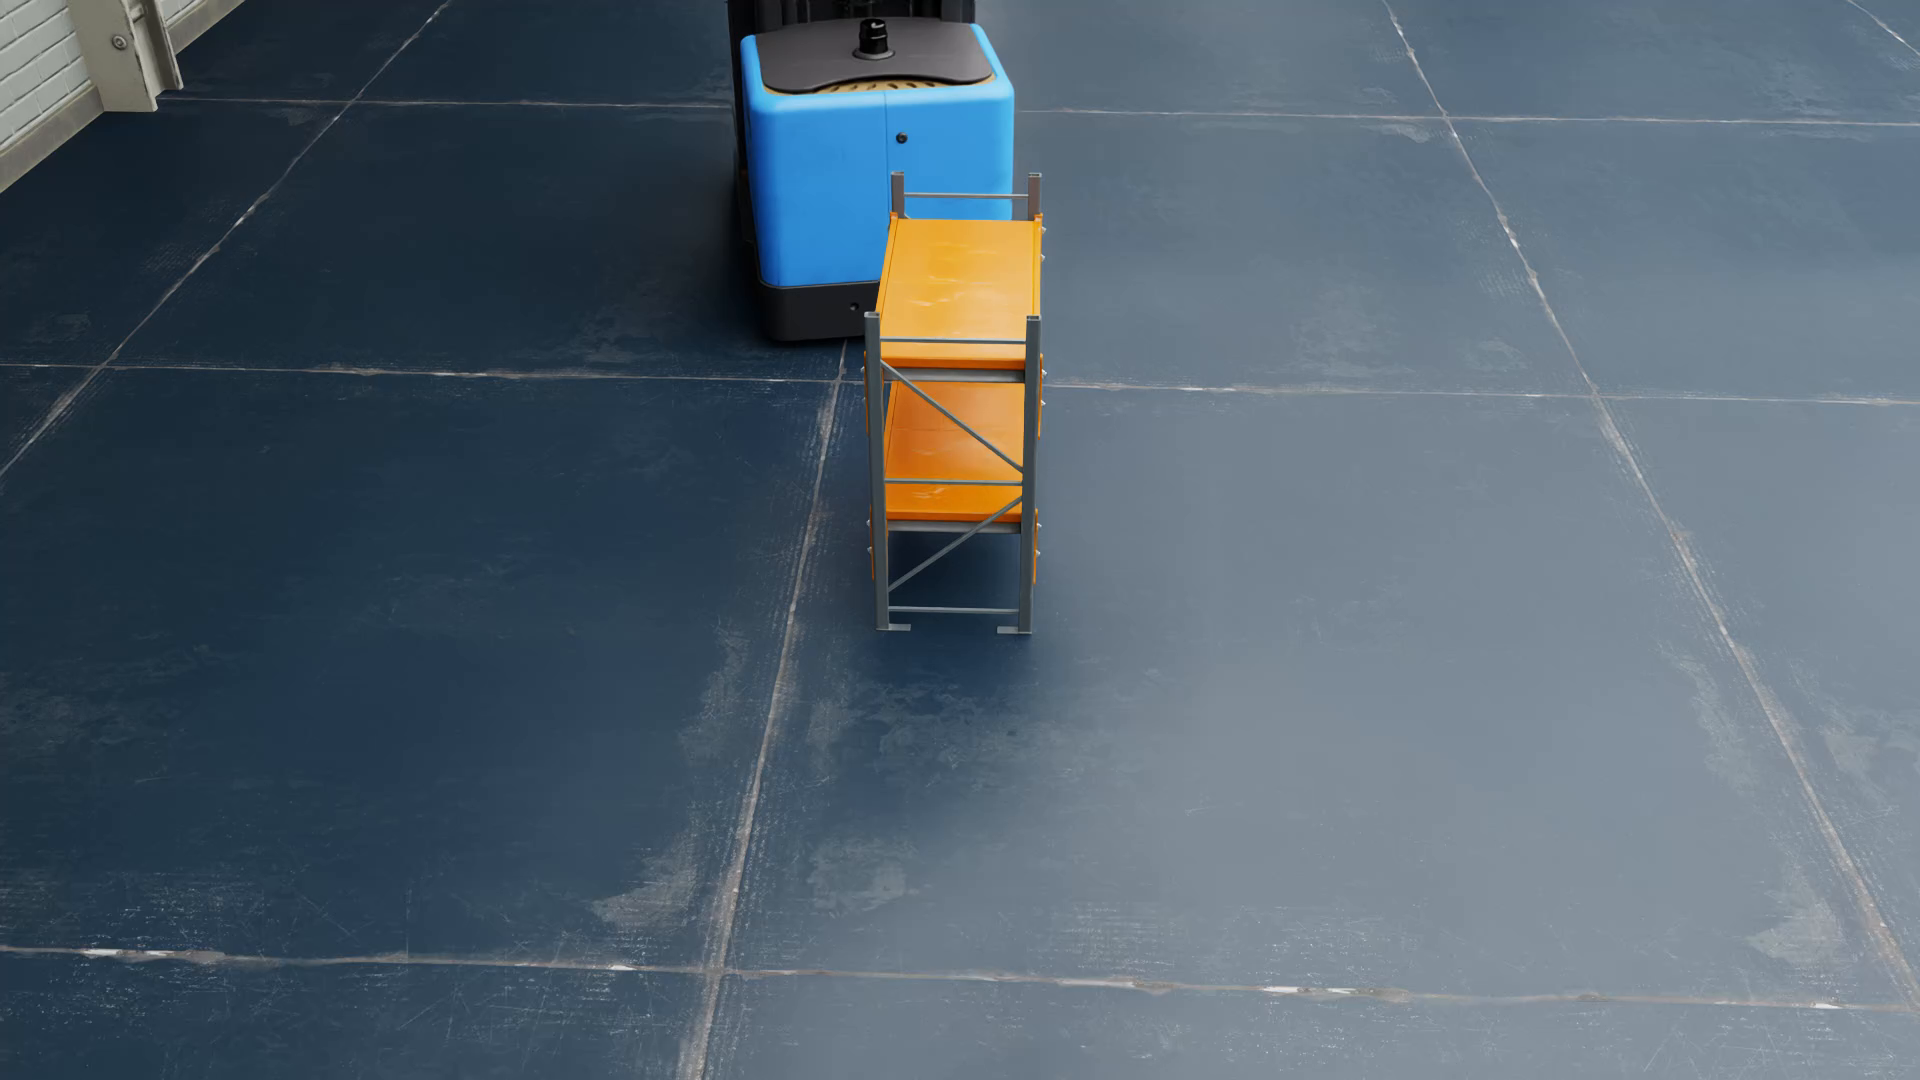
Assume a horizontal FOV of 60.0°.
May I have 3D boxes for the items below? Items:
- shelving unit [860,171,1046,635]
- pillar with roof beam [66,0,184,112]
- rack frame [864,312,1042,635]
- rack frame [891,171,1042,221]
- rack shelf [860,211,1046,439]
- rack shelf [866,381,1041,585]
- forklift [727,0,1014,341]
[{"bbox_3d":[0.000,-0.464,5.432,0.538,1.125,1.048,1,35,2],"label":"shelving unit"},{"bbox_3d":[-0.246,-6.037,6.514,9.100,9.000,0.400,1,35,2],"label":"pillar with roof beam"},{"bbox_3d":[-0.020,-0.172,5.017,0.500,1.125,0.032,1,35,2],"label":"rack frame"},{"bbox_3d":[0.021,-0.756,5.848,0.500,1.125,0.032,1,35,2],"label":"rack frame"},{"bbox_3d":[0.000,-0.704,5.264,0.538,0.278,1.000,1,35,2],"label":"rack shelf"},{"bbox_3d":[0.000,-0.264,5.573,0.538,0.278,1.000,1,35,2],"label":"rack shelf"},{"bbox_3d":[-0.515,-2.848,7.254,1.130,2.935,3.031,-5,35,-7],"label":"forklift"}]
